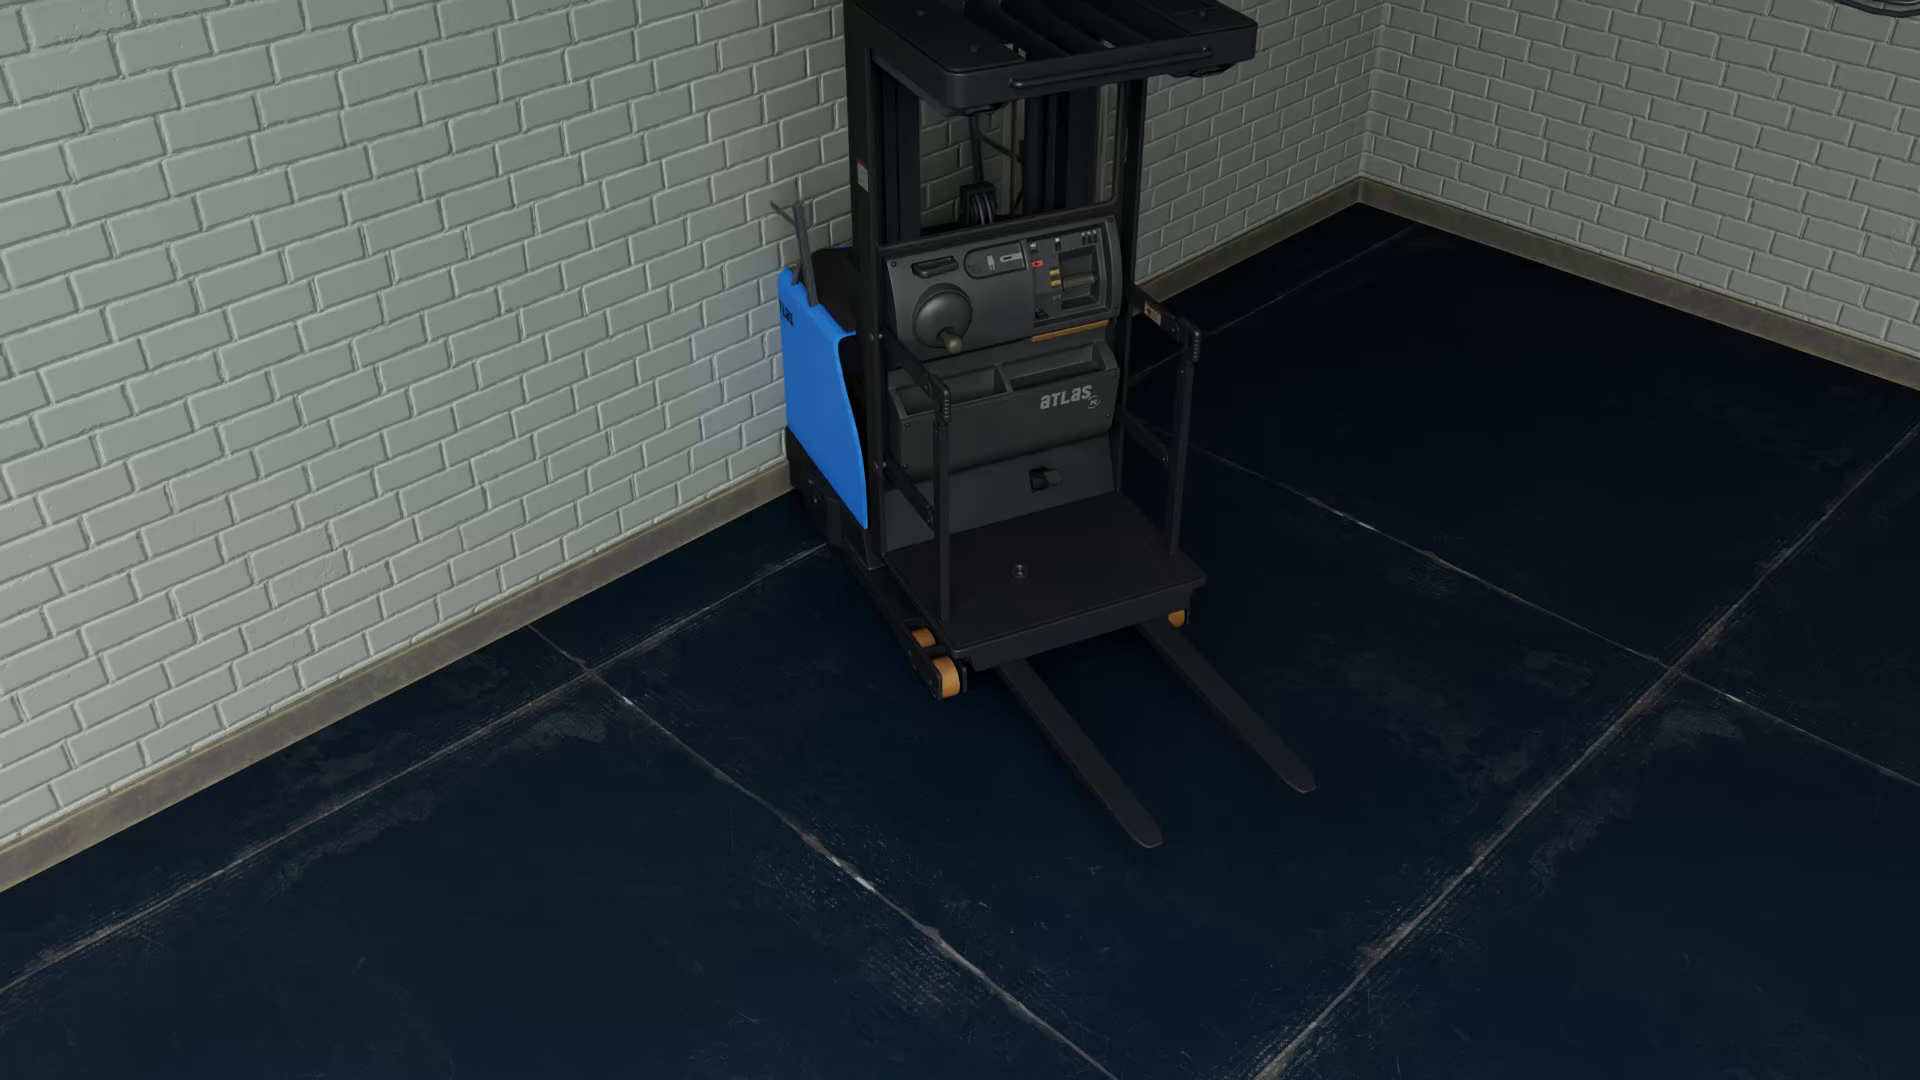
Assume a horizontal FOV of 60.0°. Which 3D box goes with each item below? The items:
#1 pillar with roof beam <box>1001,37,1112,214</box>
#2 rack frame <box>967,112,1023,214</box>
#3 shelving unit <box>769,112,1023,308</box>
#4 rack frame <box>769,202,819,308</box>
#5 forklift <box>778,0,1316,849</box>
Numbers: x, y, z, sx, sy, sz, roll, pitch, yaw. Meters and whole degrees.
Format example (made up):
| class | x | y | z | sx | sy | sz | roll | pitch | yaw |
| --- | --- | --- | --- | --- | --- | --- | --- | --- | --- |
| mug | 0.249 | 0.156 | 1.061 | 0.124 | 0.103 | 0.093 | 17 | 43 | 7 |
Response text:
| class | x | y | z | sx | sy | sz | roll | pitch | yaw |
| --- | --- | --- | --- | --- | --- | --- | --- | --- | --- |
| pillar with roof beam | 3.494 | -2.785 | 3.376 | 9.100 | 9.000 | 0.400 | 30 | 45 | 35 |
| rack frame | 0.227 | -1.141 | 7.447 | 0.032 | 1.500 | 0.500 | -21 | 37 | -19 |
| shelving unit | -0.222 | -0.973 | 7.278 | 1.048 | 1.500 | 0.538 | -21 | 37 | -19 |
| rack frame | -0.671 | -0.805 | 7.109 | 0.032 | 1.500 | 0.500 | -21 | 37 | -19 |
| forklift | 0.267 | -0.879 | 5.948 | 1.130 | 2.935 | 3.031 | -15 | 38 | -20 |
